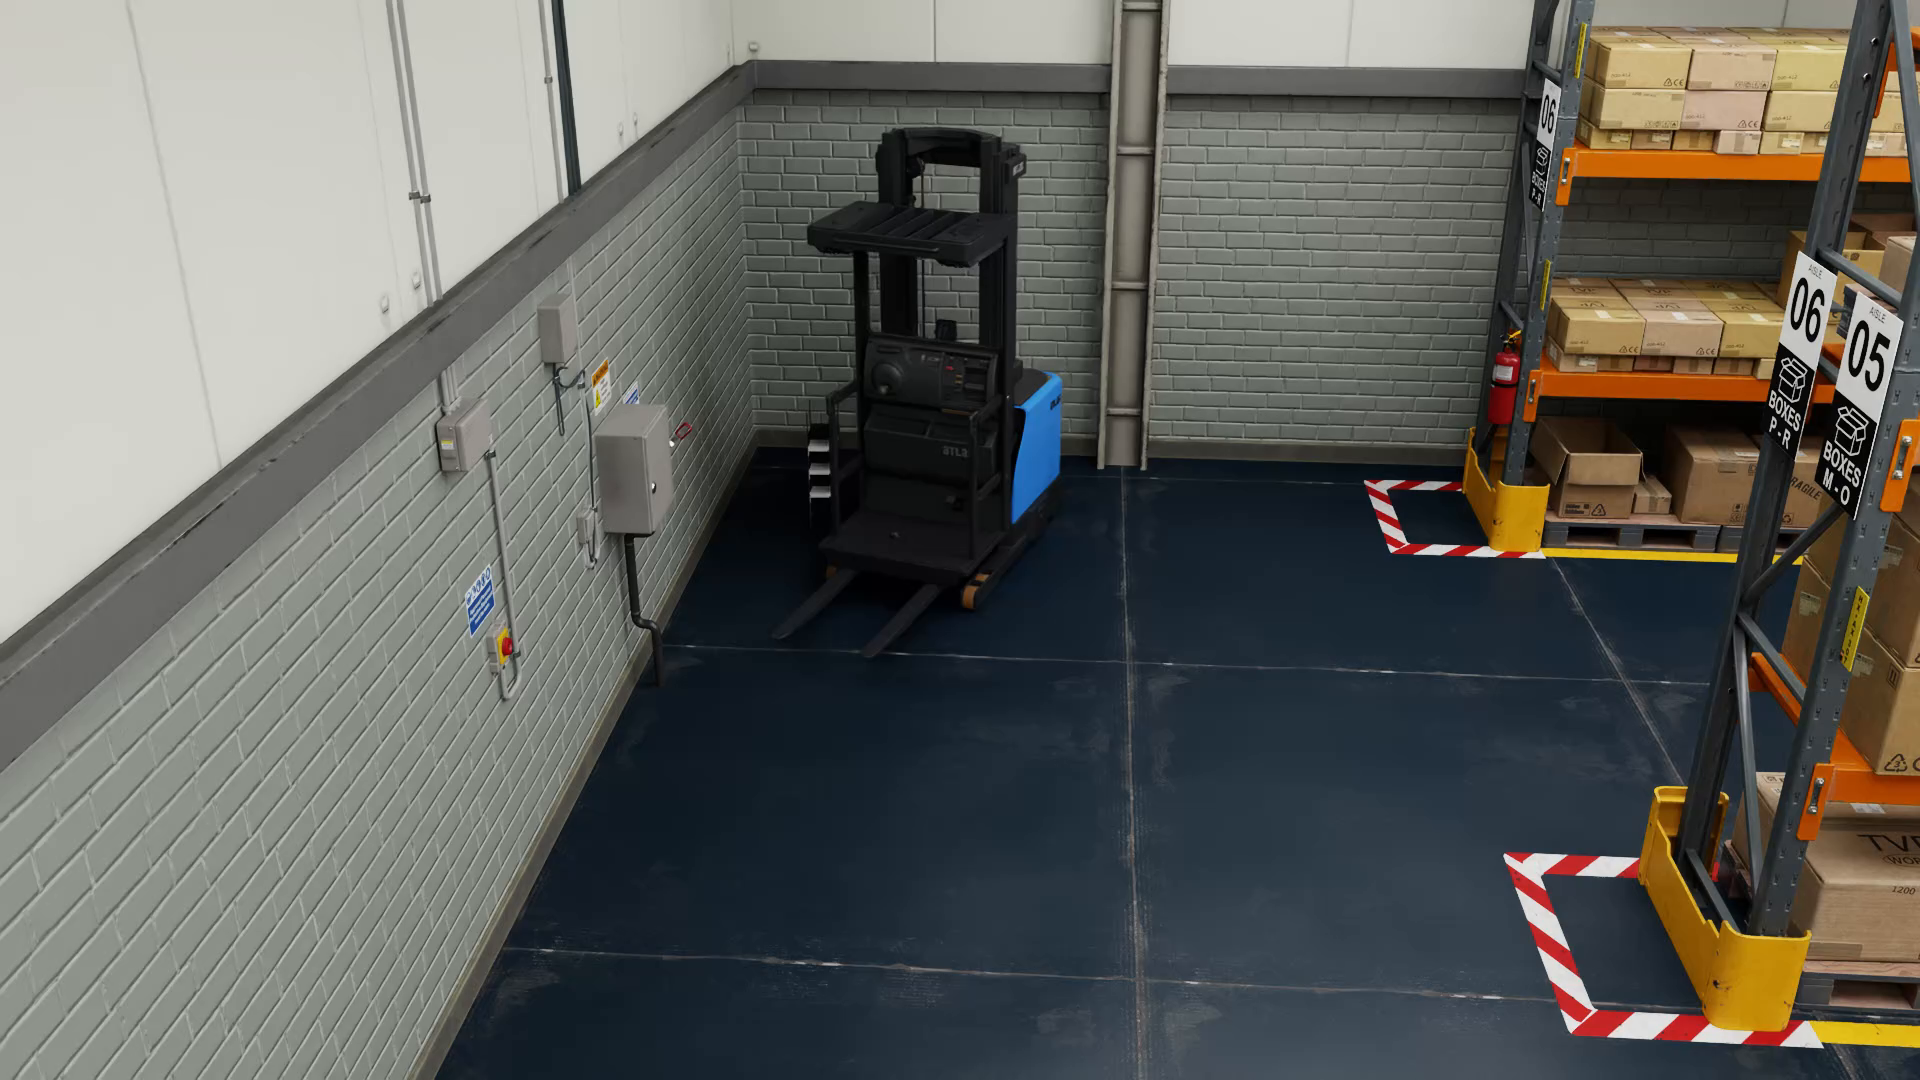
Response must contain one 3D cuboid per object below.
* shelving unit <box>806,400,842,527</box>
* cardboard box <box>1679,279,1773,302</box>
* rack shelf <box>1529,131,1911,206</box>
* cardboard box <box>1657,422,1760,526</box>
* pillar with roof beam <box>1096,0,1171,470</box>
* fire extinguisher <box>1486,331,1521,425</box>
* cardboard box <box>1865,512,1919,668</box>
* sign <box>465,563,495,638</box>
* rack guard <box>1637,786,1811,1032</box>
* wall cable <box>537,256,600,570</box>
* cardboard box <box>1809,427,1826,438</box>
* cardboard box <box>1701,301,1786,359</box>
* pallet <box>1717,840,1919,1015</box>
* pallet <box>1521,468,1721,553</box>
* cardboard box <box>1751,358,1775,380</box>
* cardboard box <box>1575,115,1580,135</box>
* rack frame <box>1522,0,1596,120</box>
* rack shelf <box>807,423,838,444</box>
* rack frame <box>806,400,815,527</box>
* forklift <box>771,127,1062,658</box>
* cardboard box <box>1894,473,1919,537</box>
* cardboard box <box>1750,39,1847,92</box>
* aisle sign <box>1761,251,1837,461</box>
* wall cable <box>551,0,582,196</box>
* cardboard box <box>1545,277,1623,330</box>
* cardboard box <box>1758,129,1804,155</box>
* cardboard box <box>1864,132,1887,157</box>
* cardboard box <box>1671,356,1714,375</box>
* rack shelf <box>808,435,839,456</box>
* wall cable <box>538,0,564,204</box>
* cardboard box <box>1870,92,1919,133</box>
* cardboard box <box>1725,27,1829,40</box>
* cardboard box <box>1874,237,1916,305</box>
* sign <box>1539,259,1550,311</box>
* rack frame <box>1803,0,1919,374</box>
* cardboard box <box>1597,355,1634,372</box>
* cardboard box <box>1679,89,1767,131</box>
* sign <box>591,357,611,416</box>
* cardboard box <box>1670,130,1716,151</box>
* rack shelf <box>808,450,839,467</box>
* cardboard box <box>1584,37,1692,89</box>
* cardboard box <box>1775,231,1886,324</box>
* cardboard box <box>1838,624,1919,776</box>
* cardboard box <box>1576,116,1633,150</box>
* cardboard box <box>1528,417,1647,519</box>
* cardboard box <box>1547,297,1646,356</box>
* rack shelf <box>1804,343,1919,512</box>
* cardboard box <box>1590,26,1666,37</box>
[{"bbox_3d":[-0.986,-0.552,12.085,0.210,0.900,0.258,1,25,1],"label":"shelving unit"},{"bbox_3d":[5.399,-1.651,11.785,0.500,0.250,0.500,3,25,6],"label":"cardboard box"},{"bbox_3d":[5.907,-2.495,11.068,4.000,0.370,1.077,2,25,4],"label":"rack shelf"},{"bbox_3d":[5.365,-0.476,11.895,0.500,0.500,0.700,3,25,6],"label":"cardboard box"},{"bbox_3d":[0.964,-2.916,7.534,0.400,9.000,9.100,2,25,4],"label":"pillar with roof beam"},{"bbox_3d":[3.731,-1.131,11.369,0.183,0.674,0.296,2,25,4],"label":"fire extinguisher"},{"bbox_3d":[3.993,0.180,6.666,0.500,0.500,0.500,1,25,3],"label":"cardboard box"},{"bbox_3d":[-2.152,0.270,7.462,0.001,0.218,0.327,2,25,4],"label":"sign"},{"bbox_3d":[3.513,1.680,7.711,0.348,0.500,1.175,2,25,4],"label":"rack guard"},{"bbox_3d":[-1.990,-0.678,8.631,0.122,1.984,0.588,2,25,4],"label":"wall cable"},{"bbox_3d":[6.400,-0.443,11.823,0.500,0.500,0.700,1,25,2],"label":"cardboard box"},{"bbox_3d":[5.353,-1.433,11.310,0.500,0.250,0.500,1,25,3],"label":"cardboard box"},{"bbox_3d":[4.340,1.805,7.785,1.213,0.211,1.003,2,25,4],"label":"pallet"},{"bbox_3d":[4.784,-0.229,12.206,1.213,0.211,1.003,2,25,4],"label":"pallet"},{"bbox_3d":[5.500,-1.222,11.330,0.250,0.149,0.380,1,25,2],"label":"cardboard box"},{"bbox_3d":[4.250,-2.858,11.296,0.250,0.149,0.380,2,25,5],"label":"cardboard box"},{"bbox_3d":[3.913,-4.249,10.429,0.127,3.000,1.000,2,25,4],"label":"rack frame"},{"bbox_3d":[-0.986,-0.767,11.986,0.200,0.077,0.258,1,25,1],"label":"rack shelf"},{"bbox_3d":[-1.088,-0.553,12.087,0.006,0.900,0.240,1,25,1],"label":"rack frame"},{"bbox_3d":[-0.274,-1.067,10.774,1.130,2.935,3.031,10,26,20],"label":"forklift"},{"bbox_3d":[3.869,-0.122,6.546,0.250,0.149,0.380,2,25,5],"label":"cardboard box"},{"bbox_3d":[5.344,-3.027,10.588,0.500,0.250,0.500,1,25,3],"label":"cardboard box"},{"bbox_3d":[3.489,-0.767,6.929,0.004,0.787,0.394,2,25,4],"label":"aisle sign"},{"bbox_3d":[-1.845,-3.735,9.267,0.133,3.039,2.988,2,25,4],"label":"wall cable"},{"bbox_3d":[4.392,-1.686,11.861,0.500,0.250,0.500,3,25,6],"label":"cardboard box"},{"bbox_3d":[5.233,-2.596,10.726,0.250,0.149,0.380,2,25,4],"label":"cardboard box"},{"bbox_3d":[5.734,-2.575,10.681,0.250,0.149,0.380,2,25,4],"label":"cardboard box"},{"bbox_3d":[4.989,-1.268,11.429,0.250,0.149,0.380,3,25,6],"label":"cardboard box"},{"bbox_3d":[-0.986,-0.686,12.024,0.200,0.077,0.258,1,25,1],"label":"rack shelf"},{"bbox_3d":[-2.096,-2.558,6.754,0.029,3.000,2.355,2,25,4],"label":"wall cable"},{"bbox_3d":[5.870,-2.789,10.668,0.500,0.250,0.500,1,25,3],"label":"cardboard box"},{"bbox_3d":[5.411,-3.253,11.080,0.500,0.250,0.500,2,25,5],"label":"cardboard box"},{"bbox_3d":[3.992,-1.008,6.533,0.500,0.250,0.500,0,25,-1],"label":"cardboard box"},{"bbox_3d":[3.871,-1.690,11.011,0.005,0.325,0.100,2,25,4],"label":"sign"},{"bbox_3d":[3.537,-2.180,5.933,0.127,3.000,1.000,2,25,4],"label":"rack frame"},{"bbox_3d":[4.477,-1.295,11.489,0.250,0.149,0.380,2,25,5],"label":"cardboard box"},{"bbox_3d":[4.843,-2.817,10.730,0.500,0.250,0.500,2,25,5],"label":"cardboard box"},{"bbox_3d":[-1.992,-0.855,9.242,0.001,0.242,0.339,2,25,4],"label":"sign"},{"bbox_3d":[4.731,-2.652,10.848,0.250,0.149,0.380,2,25,4],"label":"cardboard box"},{"bbox_3d":[-0.986,-0.604,12.062,0.200,0.077,0.258,1,25,1],"label":"rack shelf"},{"bbox_3d":[4.336,-3.061,10.663,0.500,0.250,0.500,2,25,3],"label":"cardboard box"},{"bbox_3d":[5.840,-1.756,11.116,0.500,0.500,0.500,2,25,5],"label":"cardboard box"},{"bbox_3d":[3.993,0.635,6.873,0.500,0.500,0.500,2,25,4],"label":"cardboard box"},{"bbox_3d":[4.213,-2.665,10.876,0.250,0.149,0.380,2,25,5],"label":"cardboard box"},{"bbox_3d":[4.515,-0.521,11.989,0.637,0.503,0.797,1,25,2],"label":"cardboard box"},{"bbox_3d":[4.345,-1.463,11.377,0.500,0.250,0.500,2,25,4],"label":"cardboard box"},{"bbox_3d":[5.531,-0.426,6.571,4.000,0.370,1.077,2,25,4],"label":"rack shelf"},{"bbox_3d":[4.377,-3.282,11.143,0.500,0.250,0.500,1,25,3],"label":"cardboard box"}]
